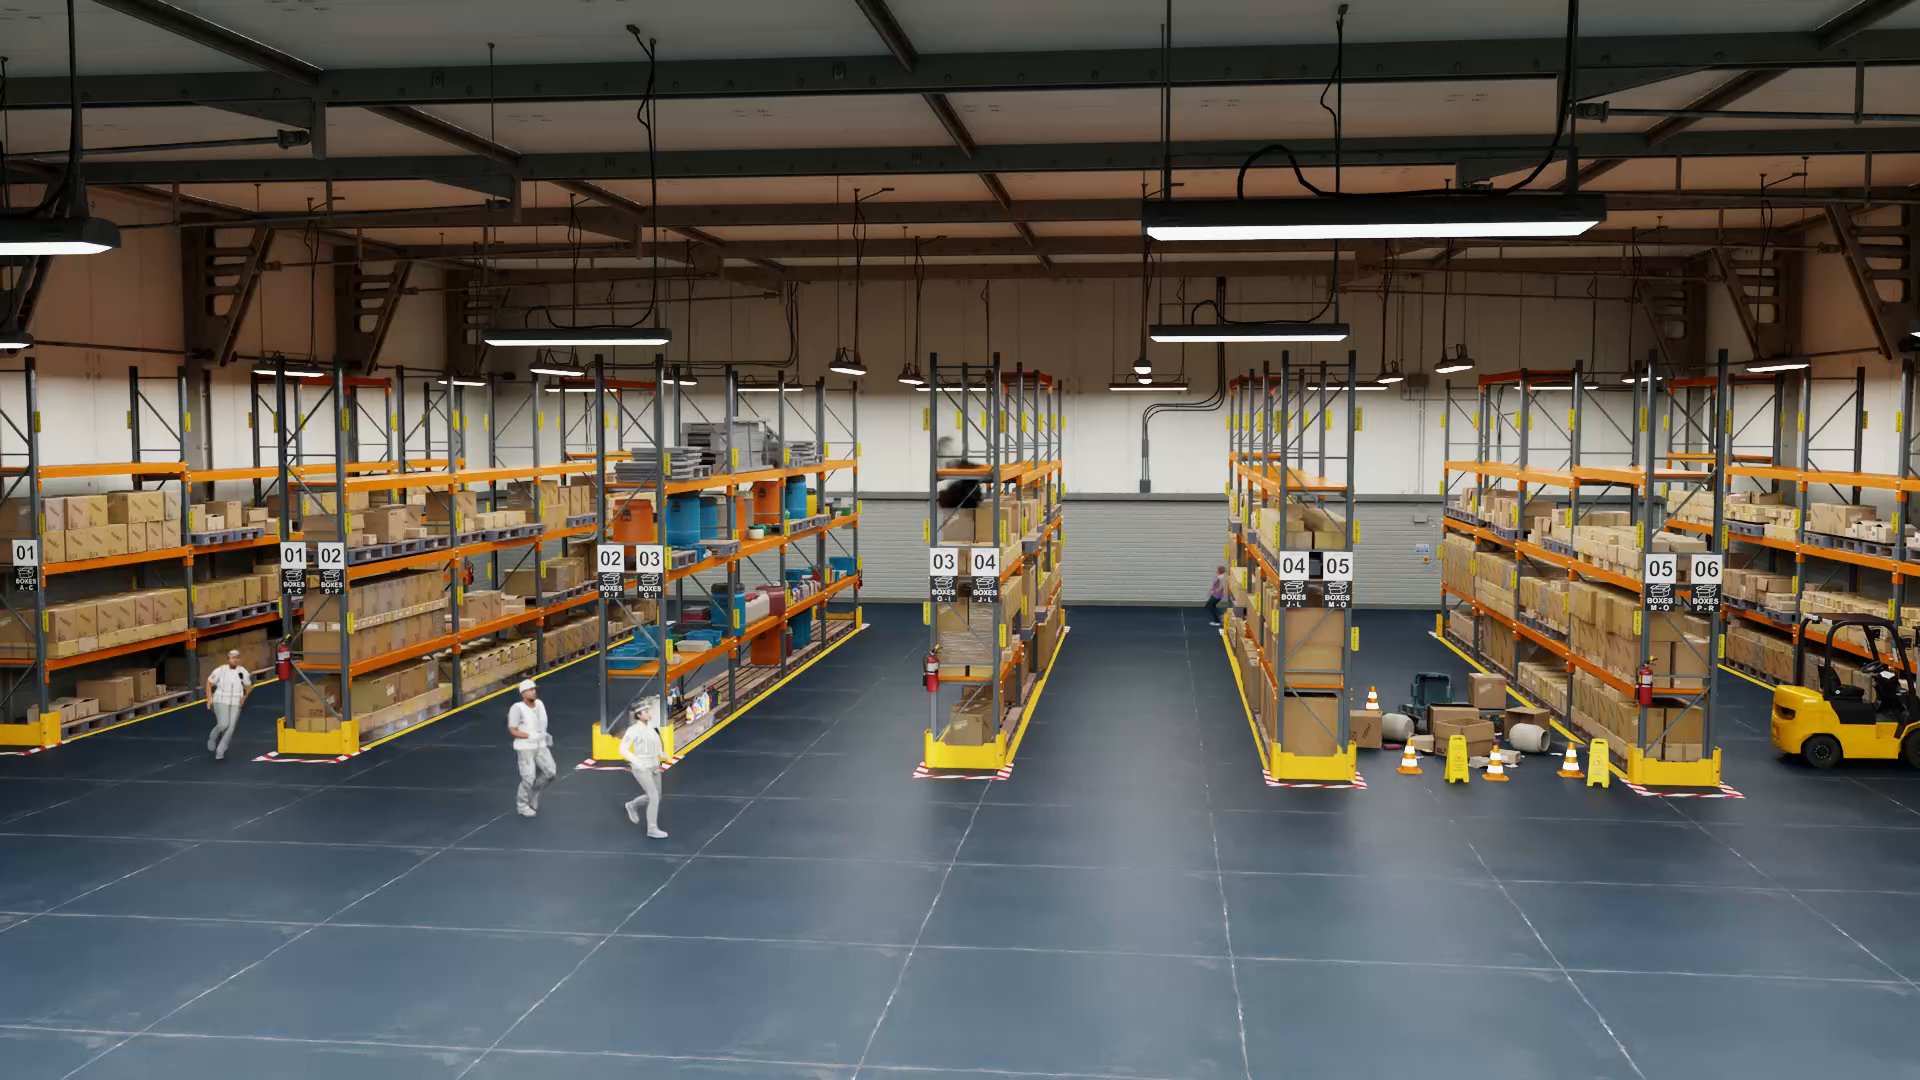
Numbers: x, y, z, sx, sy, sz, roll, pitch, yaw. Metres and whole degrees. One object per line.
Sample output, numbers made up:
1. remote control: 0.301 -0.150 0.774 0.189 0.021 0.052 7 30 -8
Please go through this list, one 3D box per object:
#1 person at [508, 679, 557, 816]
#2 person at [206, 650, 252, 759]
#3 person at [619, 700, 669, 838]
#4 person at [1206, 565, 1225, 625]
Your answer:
1. person: -5.391 2.634 21.065 0.610 1.740 0.672 3 5 34
2. person: -10.893 2.452 24.845 0.643 1.594 0.509 -3 5 -36
3. person: -3.837 2.749 20.128 0.718 1.654 0.621 2 5 31
4. person: 6.247 1.359 40.702 0.471 1.509 0.621 1 4 11
